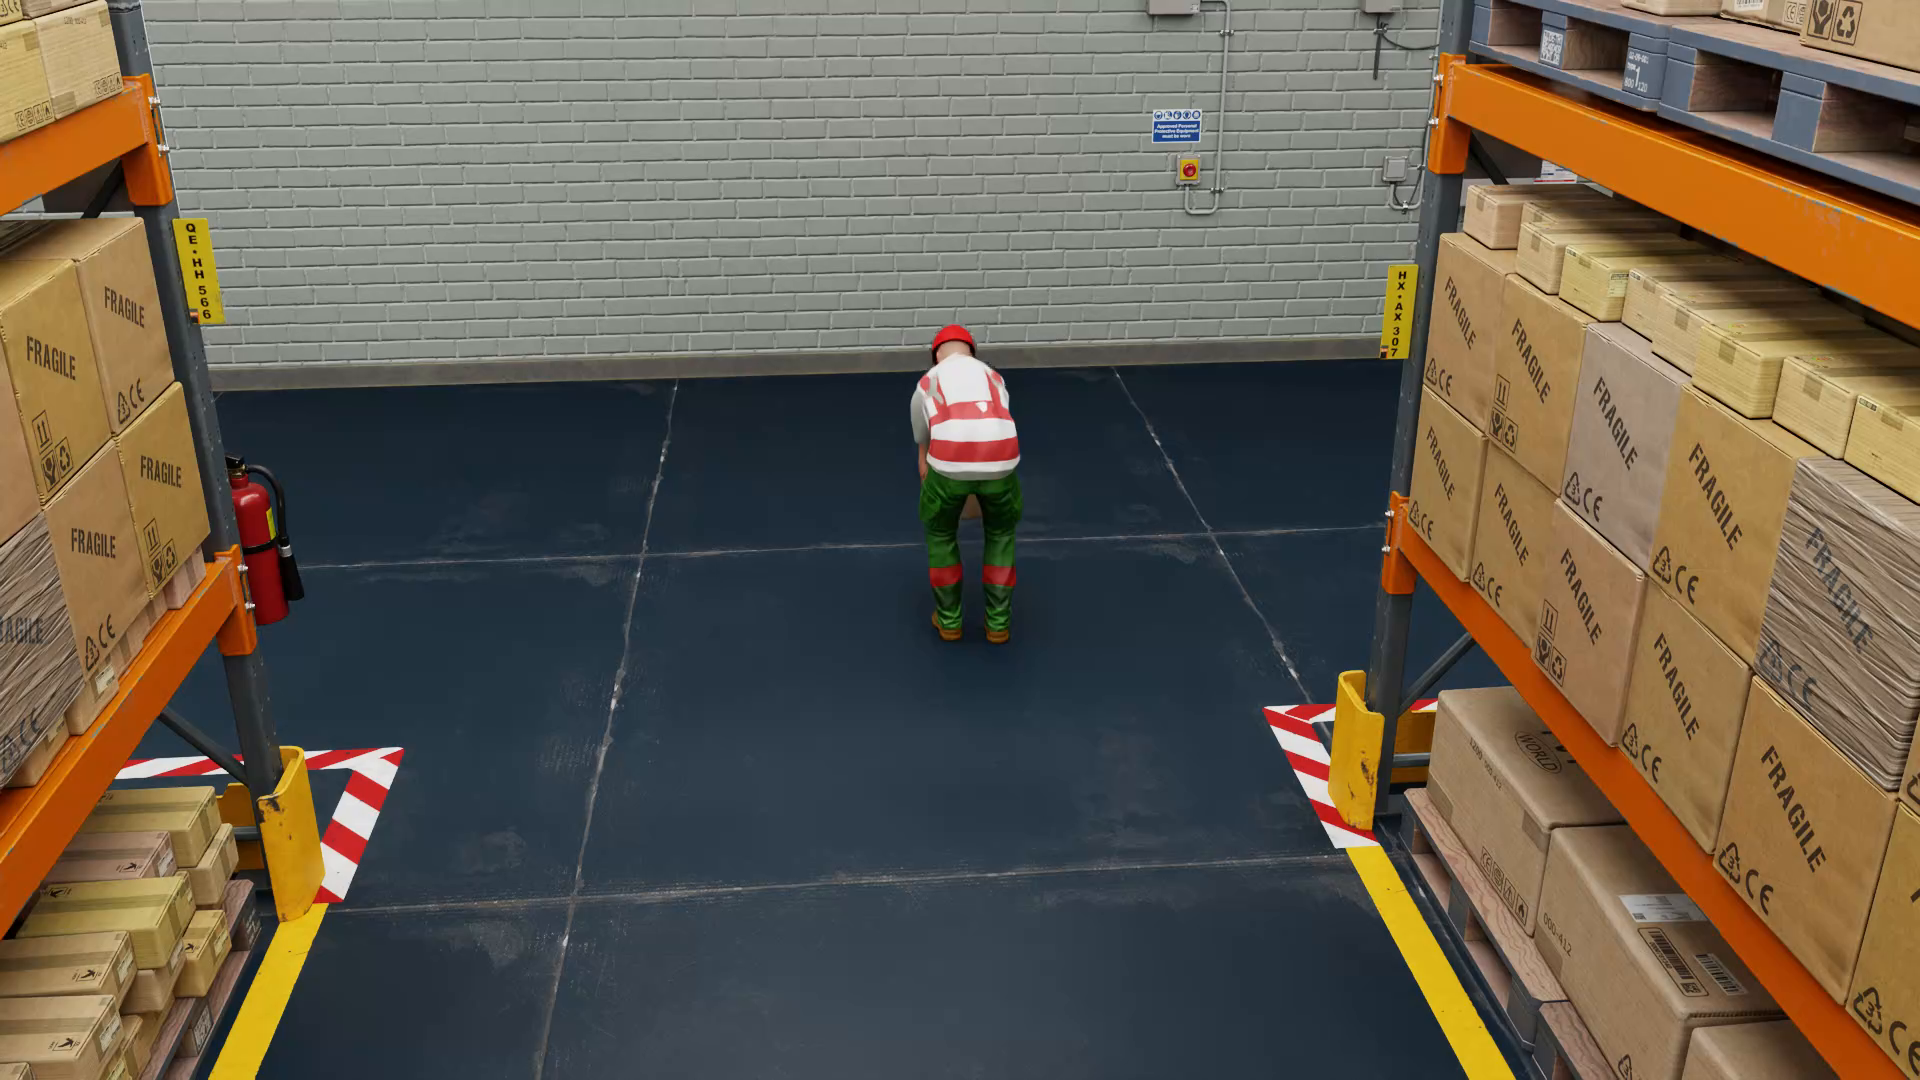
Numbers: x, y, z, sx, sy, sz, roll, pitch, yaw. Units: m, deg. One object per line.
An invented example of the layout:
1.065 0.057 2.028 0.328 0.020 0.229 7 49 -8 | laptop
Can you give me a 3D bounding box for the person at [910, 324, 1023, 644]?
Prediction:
0.023 -0.262 7.735 0.485 1.335 0.914 -3 24 -6 | person
